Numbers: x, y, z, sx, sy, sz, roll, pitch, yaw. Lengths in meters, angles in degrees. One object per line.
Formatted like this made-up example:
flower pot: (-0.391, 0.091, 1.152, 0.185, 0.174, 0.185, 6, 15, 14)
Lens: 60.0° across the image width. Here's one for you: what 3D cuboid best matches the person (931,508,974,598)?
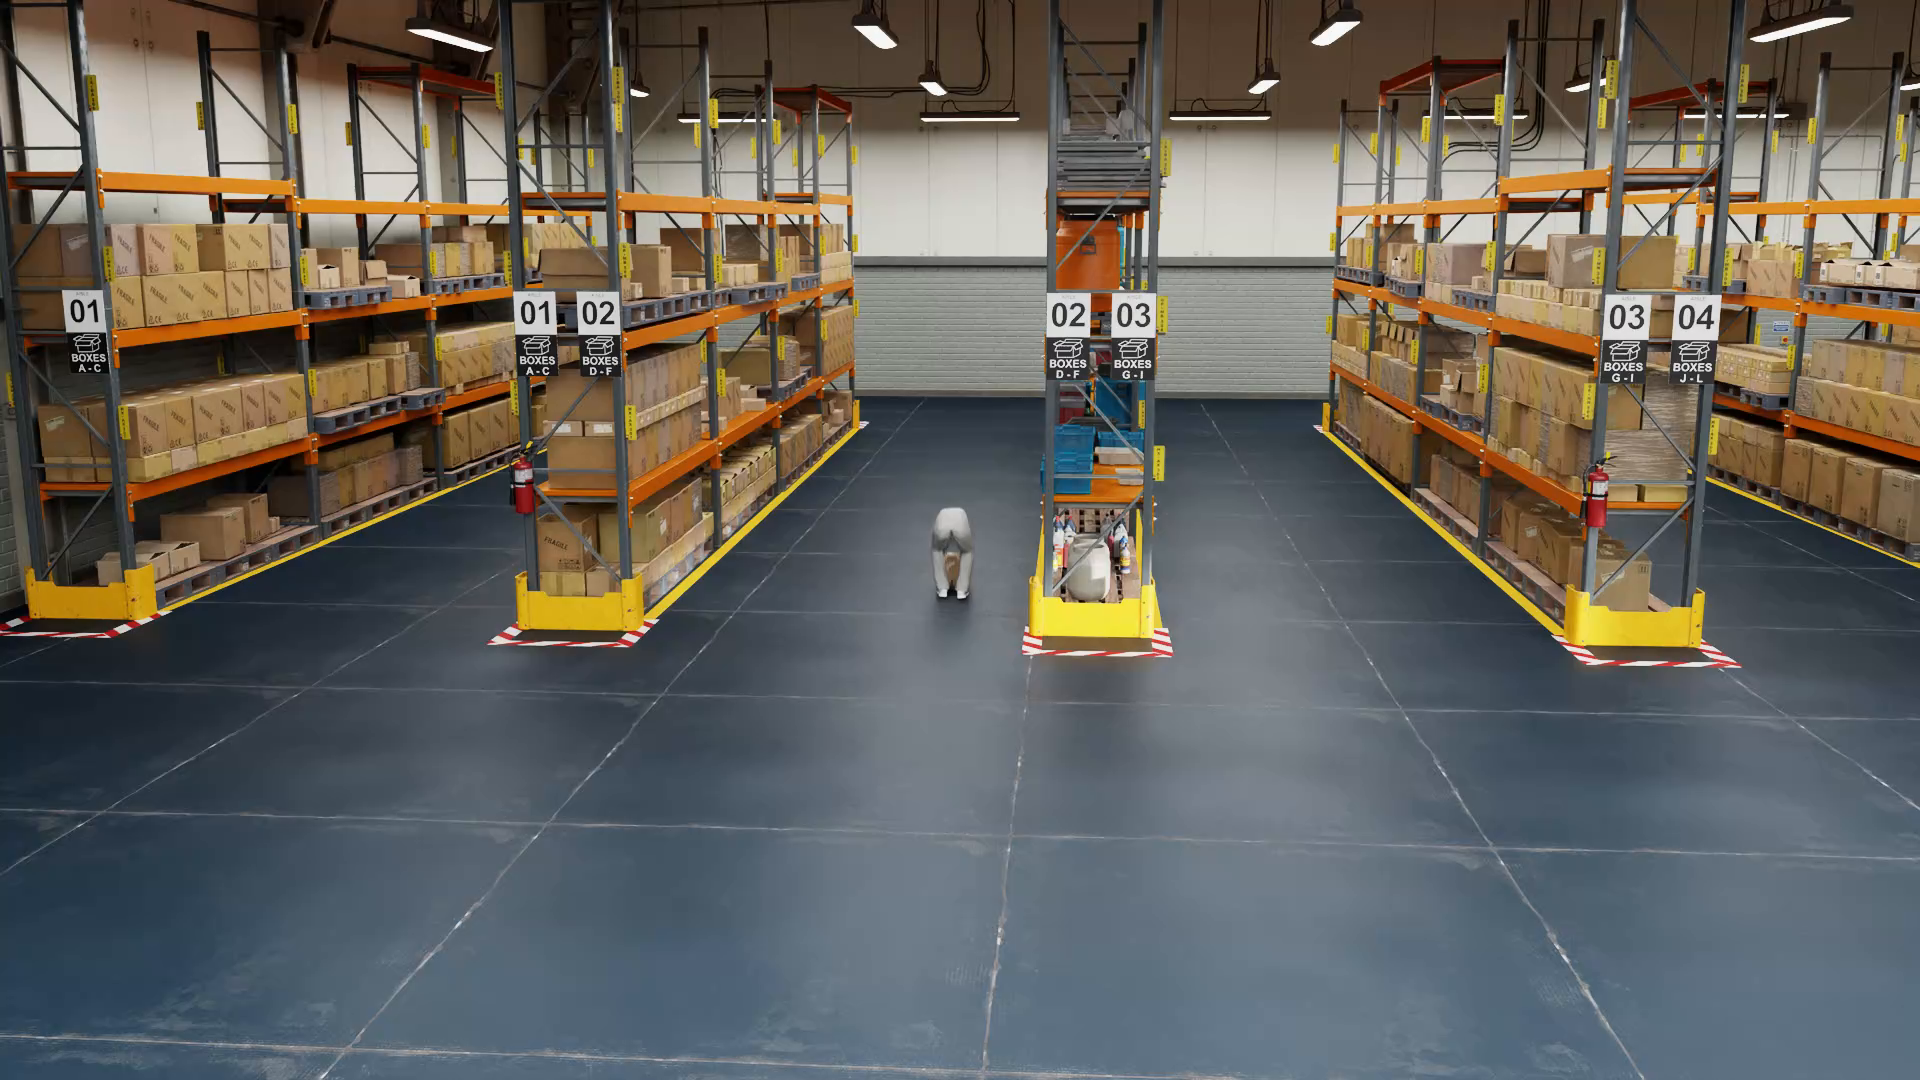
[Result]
person: (-0.079, 0.096, 17.399, 0.454, 0.935, 0.854, 0, 11, 1)
